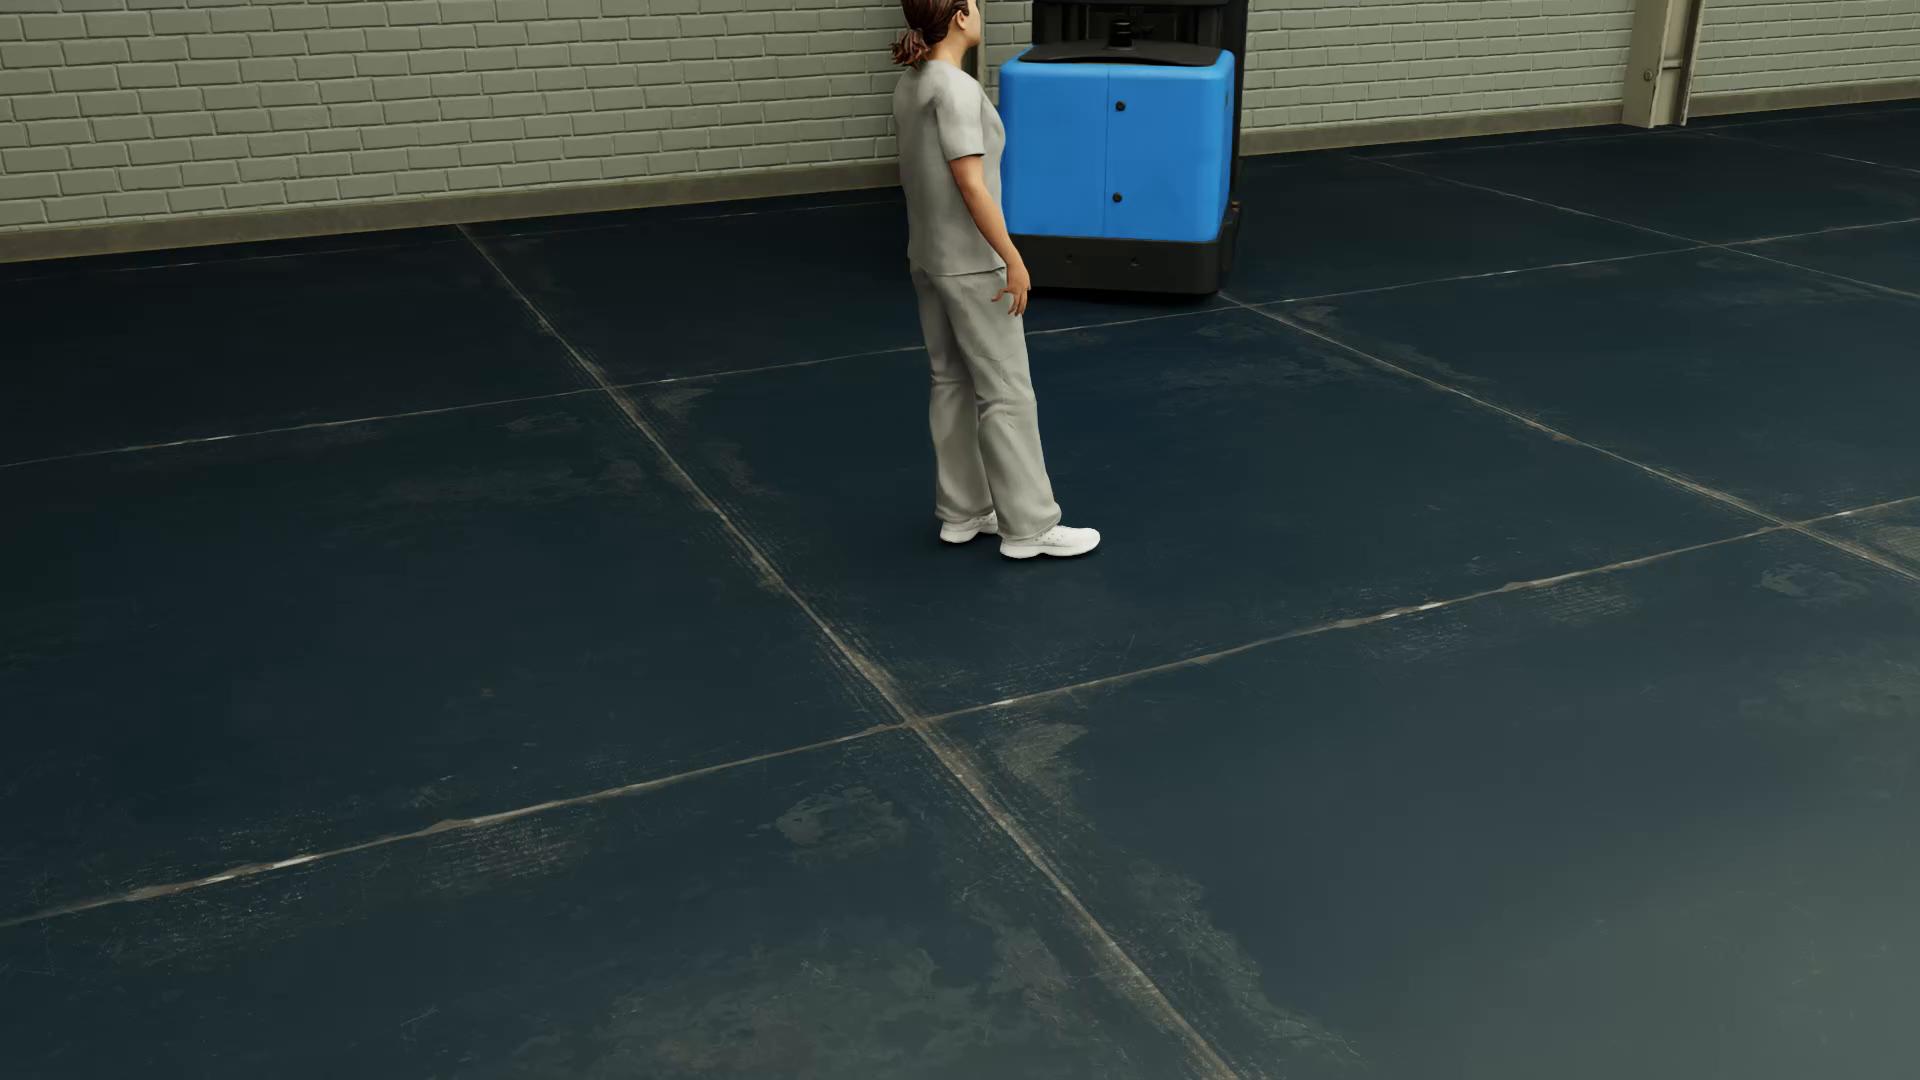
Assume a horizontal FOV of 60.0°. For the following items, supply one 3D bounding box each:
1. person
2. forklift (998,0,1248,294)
[{"bbox_3d":[0.073,-0.788,4.800,0.548,1.673,0.549,-10,25,-23],"label":"person"},{"bbox_3d":[0.958,-3.017,8.549,1.130,2.935,3.031,4,23,11],"label":"forklift"}]
